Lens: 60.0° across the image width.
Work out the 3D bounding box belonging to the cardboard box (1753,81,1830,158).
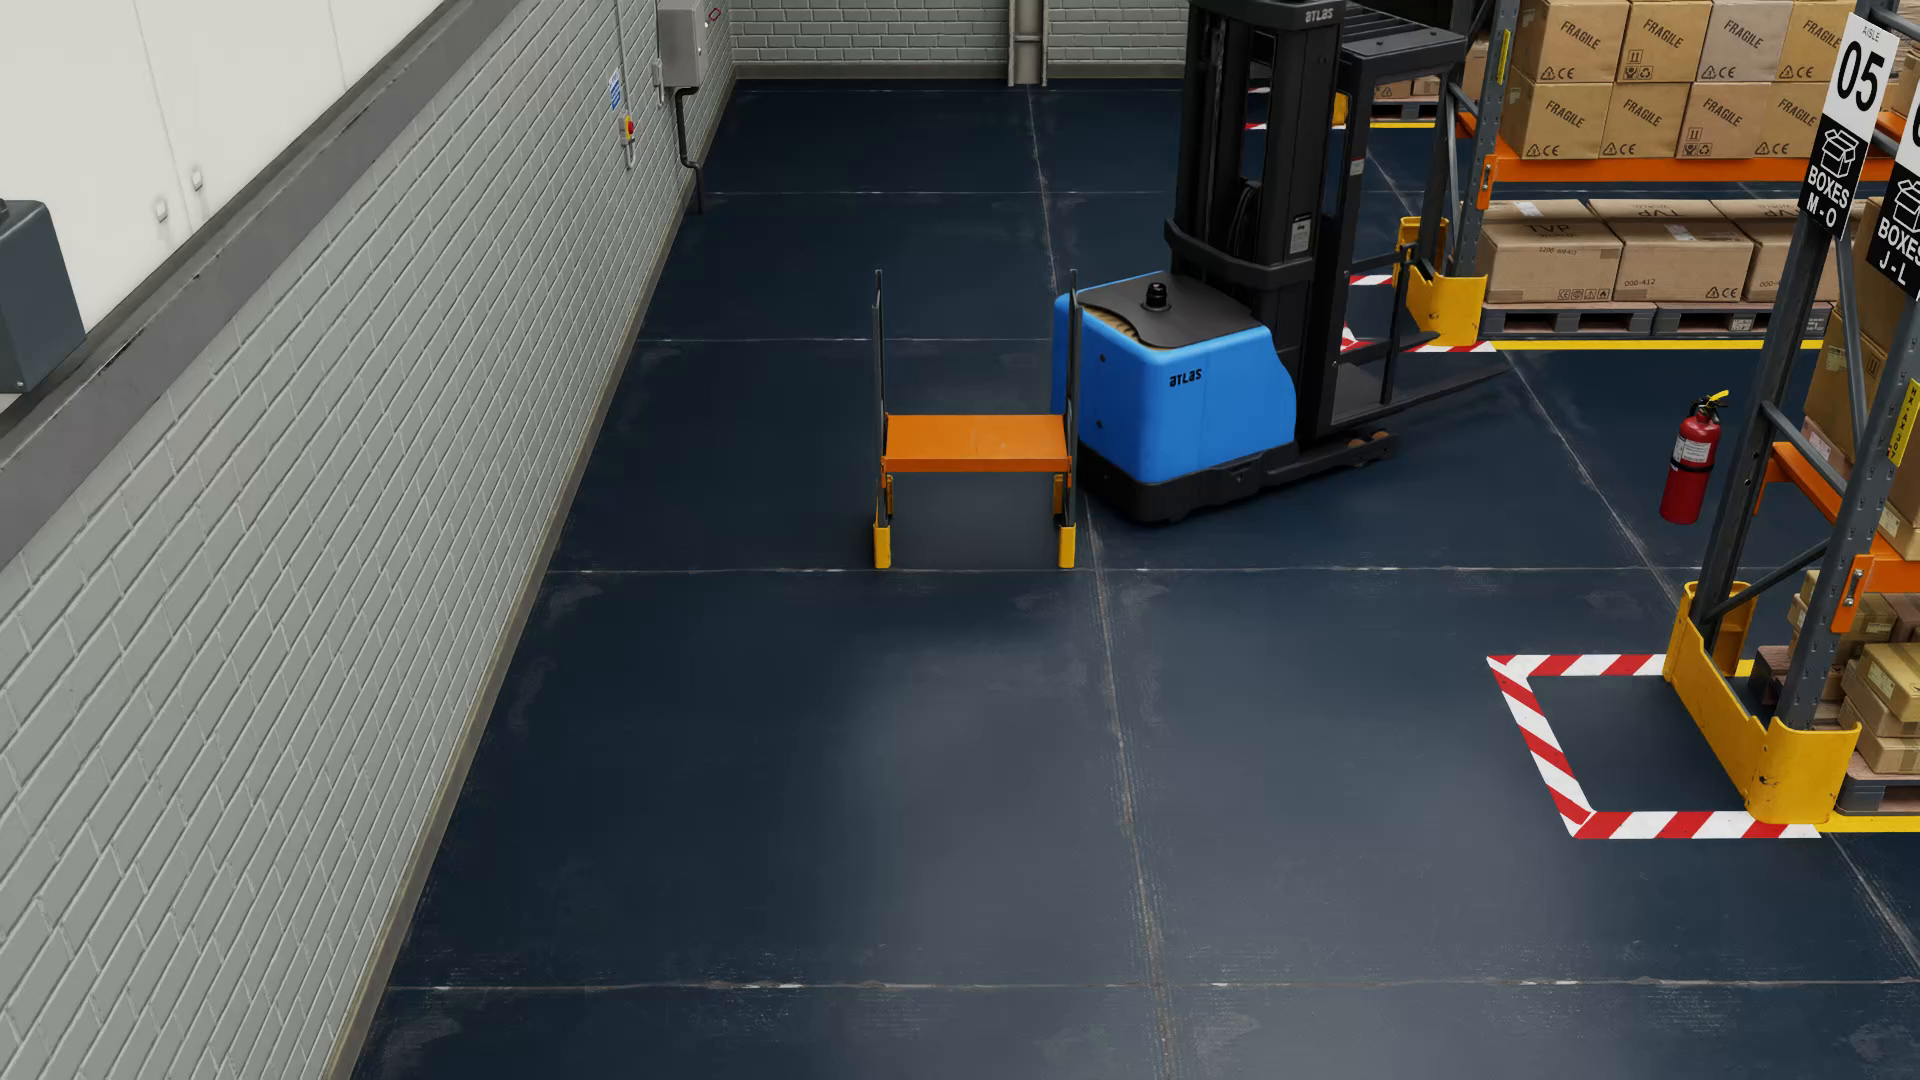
[{"bbox_3d":[5.413,-2.833,10.931,0.500,0.500,0.500,1,31,1],"label":"cardboard box"}]

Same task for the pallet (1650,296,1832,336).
[{"bbox_3d":[5.432,-1.773,11.968,1.213,0.211,1.003,0,31,0],"label":"pallet"}]

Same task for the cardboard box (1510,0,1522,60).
[{"bbox_3d":[3.897,-3.515,11.091,0.500,0.500,0.500,1,31,1],"label":"cardboard box"}]

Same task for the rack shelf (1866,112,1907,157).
[{"bbox_3d":[5.547,-1.333,6.357,4.000,0.370,1.077,0,31,0],"label":"rack shelf"}]

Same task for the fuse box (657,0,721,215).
[{"bbox_3d":[-2.089,-3.429,13.252,0.414,1.711,0.539,0,31,0],"label":"fuse box"}]

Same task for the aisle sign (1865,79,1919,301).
[{"bbox_3d":[3.476,-1.308,6.007,0.004,0.787,0.394,0,31,0],"label":"aisle sign"}]

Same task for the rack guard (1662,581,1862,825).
[{"bbox_3d":[3.623,0.716,7.587,0.348,0.500,1.175,0,31,0],"label":"rack guard"}]

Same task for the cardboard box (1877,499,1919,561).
[{"bbox_3d":[3.873,-0.076,6.725,0.250,0.149,0.380,0,31,-1],"label":"cardboard box"}]

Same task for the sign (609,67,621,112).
[{"bbox_3d":[-2.283,-2.980,11.009,0.001,0.218,0.327,0,31,0],"label":"sign"}]

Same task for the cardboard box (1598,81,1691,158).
[{"bbox_3d":[4.404,-2.831,10.927,0.500,0.500,0.500,-1,31,-1],"label":"cardboard box"}]

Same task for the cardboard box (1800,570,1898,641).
[{"bbox_3d":[4.075,0.300,7.634,0.250,0.149,0.380,0,31,0],"label":"cardboard box"}]

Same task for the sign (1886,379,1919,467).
[{"bbox_3d":[3.550,-0.441,6.250,0.005,0.325,0.100,0,31,0],"label":"sign"}]

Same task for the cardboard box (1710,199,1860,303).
[{"bbox_3d":[5.892,-2.067,11.829,0.875,0.438,0.875,-1,31,-2],"label":"cardboard box"}]

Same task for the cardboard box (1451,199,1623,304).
[{"bbox_3d":[4.076,-2.057,11.814,0.875,0.438,0.875,-1,31,-2],"label":"cardboard box"}]

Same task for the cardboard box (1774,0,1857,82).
[{"bbox_3d":[5.428,-3.256,10.665,0.500,0.500,0.500,0,31,0],"label":"cardboard box"}]

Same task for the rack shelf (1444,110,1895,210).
[{"bbox_3d":[5.416,-2.618,11.367,4.000,0.370,1.077,0,31,0],"label":"rack shelf"}]

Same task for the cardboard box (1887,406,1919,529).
[{"bbox_3d":[3.998,-0.380,6.601,0.500,0.500,0.500,1,31,2],"label":"cardboard box"}]

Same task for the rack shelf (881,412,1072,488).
[{"bbox_3d":[0.085,-0.488,8.955,1.000,0.185,0.538,0,31,0],"label":"rack shelf"}]

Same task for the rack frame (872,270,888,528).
[{"bbox_3d":[-0.423,-0.640,8.859,0.032,1.500,0.500,0,31,0],"label":"rack frame"}]

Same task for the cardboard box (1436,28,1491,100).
[{"bbox_3d":[4.850,-4.540,15.846,0.500,0.500,0.700,1,31,2],"label":"cardboard box"}]

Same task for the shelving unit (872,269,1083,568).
[{"bbox_3d":[0.076,-0.641,8.861,1.083,1.500,0.587,0,31,0],"label":"shelving unit"}]

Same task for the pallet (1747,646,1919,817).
[{"bbox_3d":[4.436,0.856,7.636,1.213,0.211,1.003,0,31,0],"label":"pallet"}]

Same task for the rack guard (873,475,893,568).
[{"bbox_3d":[-0.422,-0.106,9.183,0.087,0.250,0.587,0,31,0],"label":"rack guard"}]

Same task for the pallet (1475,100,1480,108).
[{"bbox_3d":[5.473,-4.307,16.146,1.213,0.211,1.003,0,31,0],"label":"pallet"}]

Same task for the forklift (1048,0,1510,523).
[{"bbox_3d":[2.049,-1.907,9.567,3.031,2.935,1.130,-17,35,-26],"label":"forklift"}]

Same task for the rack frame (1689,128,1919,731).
[{"bbox_3d":[3.547,-0.352,6.938,0.127,3.000,1.000,0,31,0],"label":"rack frame"}]

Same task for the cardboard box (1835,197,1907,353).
[{"bbox_3d":[4.003,-1.080,6.791,0.500,0.500,0.500,-1,31,-1],"label":"cardboard box"}]

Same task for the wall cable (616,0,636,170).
[{"bbox_3d":[-2.222,-3.337,10.849,0.123,1.953,0.585,0,31,0],"label":"wall cable"}]

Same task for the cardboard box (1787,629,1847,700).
[{"bbox_3d":[4.072,0.577,7.750,0.250,0.149,0.380,0,31,1],"label":"cardboard box"}]

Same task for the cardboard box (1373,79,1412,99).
[{"bbox_3d":[3.995,-4.559,15.874,0.637,0.503,0.797,-1,31,-2],"label":"cardboard box"}]

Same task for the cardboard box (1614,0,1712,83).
[{"bbox_3d":[4.414,-3.249,10.652,0.500,0.500,0.500,-1,31,-2],"label":"cardboard box"}]

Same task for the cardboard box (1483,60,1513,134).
[{"bbox_3d":[3.897,-3.101,11.373,0.500,0.500,0.500,0,31,0],"label":"cardboard box"}]

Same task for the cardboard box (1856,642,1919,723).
[{"bbox_3d":[4.073,0.608,7.127,0.250,0.149,0.380,-2,31,-3],"label":"cardboard box"}]

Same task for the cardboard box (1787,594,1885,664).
[{"bbox_3d":[4.073,0.410,7.739,0.250,0.149,0.380,-1,31,-2],"label":"cardboard box"}]

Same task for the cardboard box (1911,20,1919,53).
[{"bbox_3d":[4.006,-1.917,6.289,0.500,0.250,0.500,-1,31,-2],"label":"cardboard box"}]
